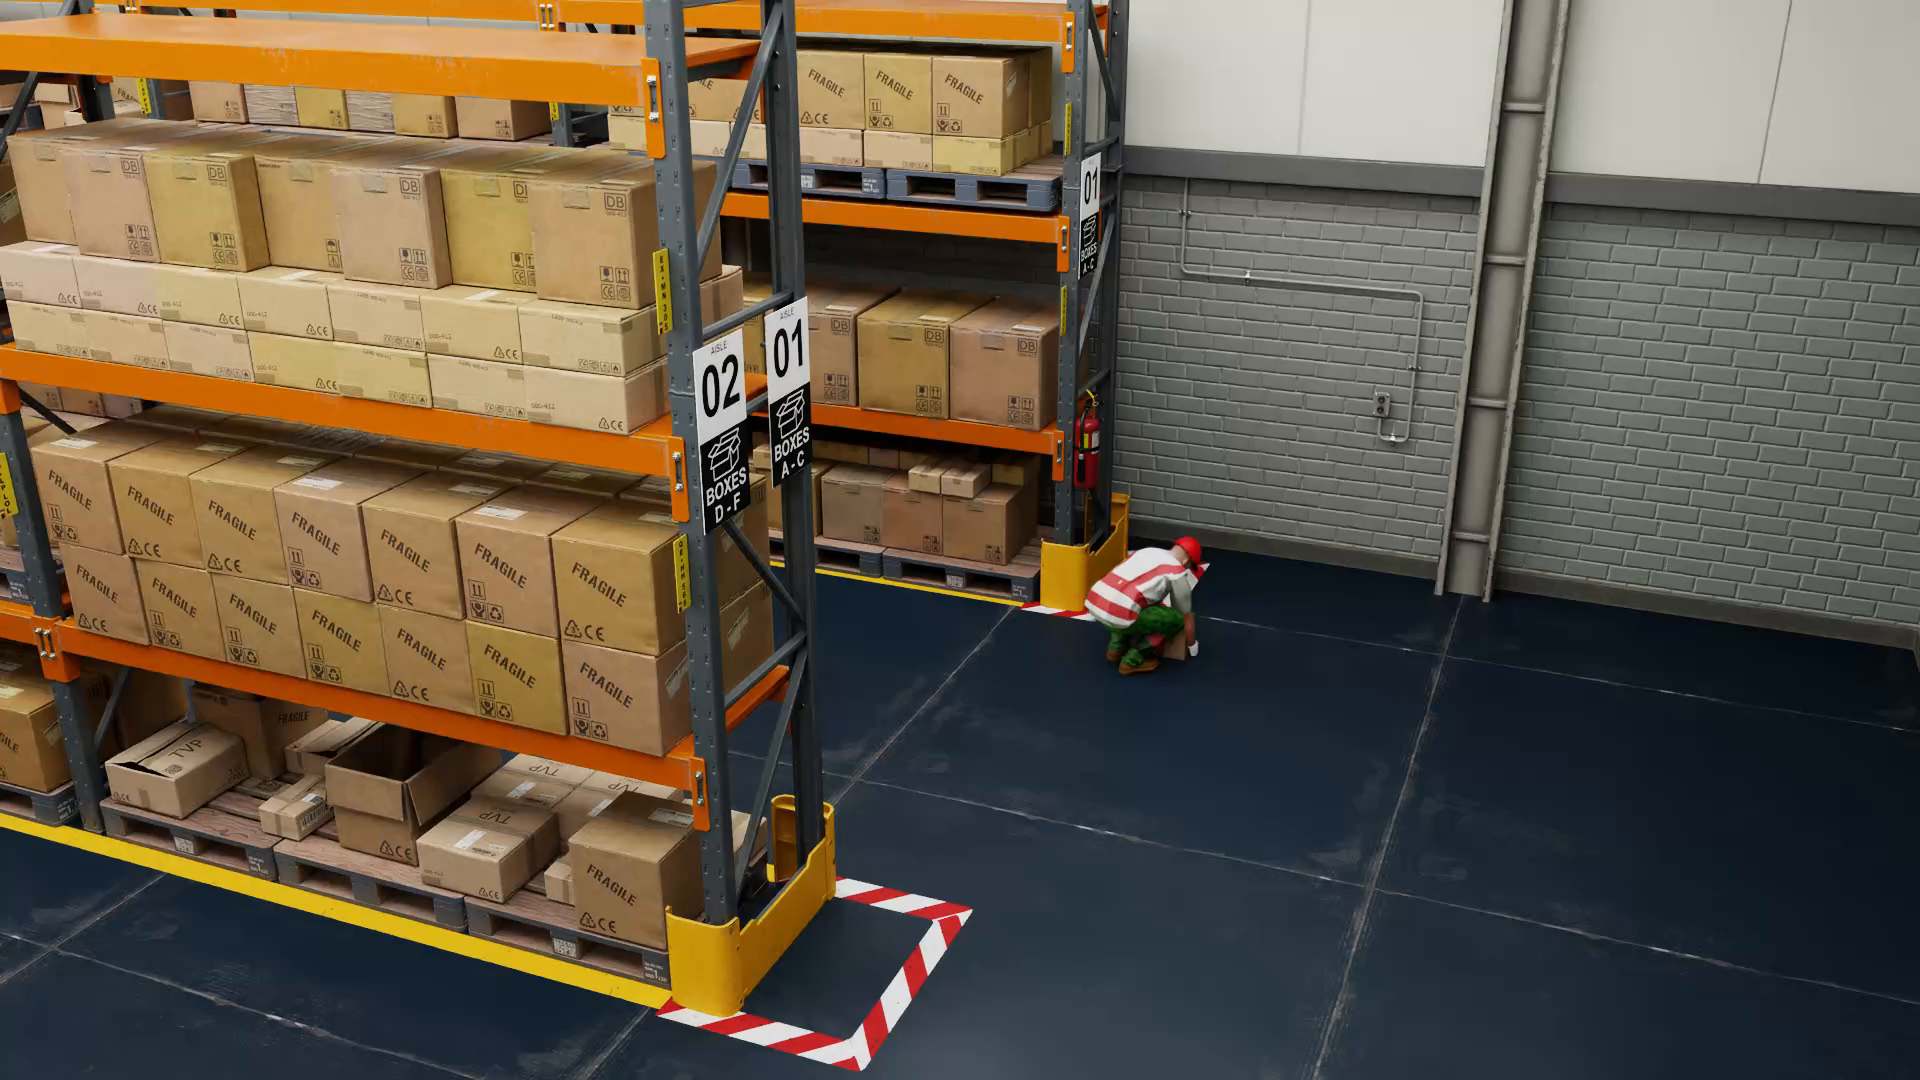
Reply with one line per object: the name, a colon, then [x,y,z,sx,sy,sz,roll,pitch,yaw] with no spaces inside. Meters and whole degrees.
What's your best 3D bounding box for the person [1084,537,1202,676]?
person: [1.266,0.472,11.185,0.929,0.862,0.540,-13,25,-29]
